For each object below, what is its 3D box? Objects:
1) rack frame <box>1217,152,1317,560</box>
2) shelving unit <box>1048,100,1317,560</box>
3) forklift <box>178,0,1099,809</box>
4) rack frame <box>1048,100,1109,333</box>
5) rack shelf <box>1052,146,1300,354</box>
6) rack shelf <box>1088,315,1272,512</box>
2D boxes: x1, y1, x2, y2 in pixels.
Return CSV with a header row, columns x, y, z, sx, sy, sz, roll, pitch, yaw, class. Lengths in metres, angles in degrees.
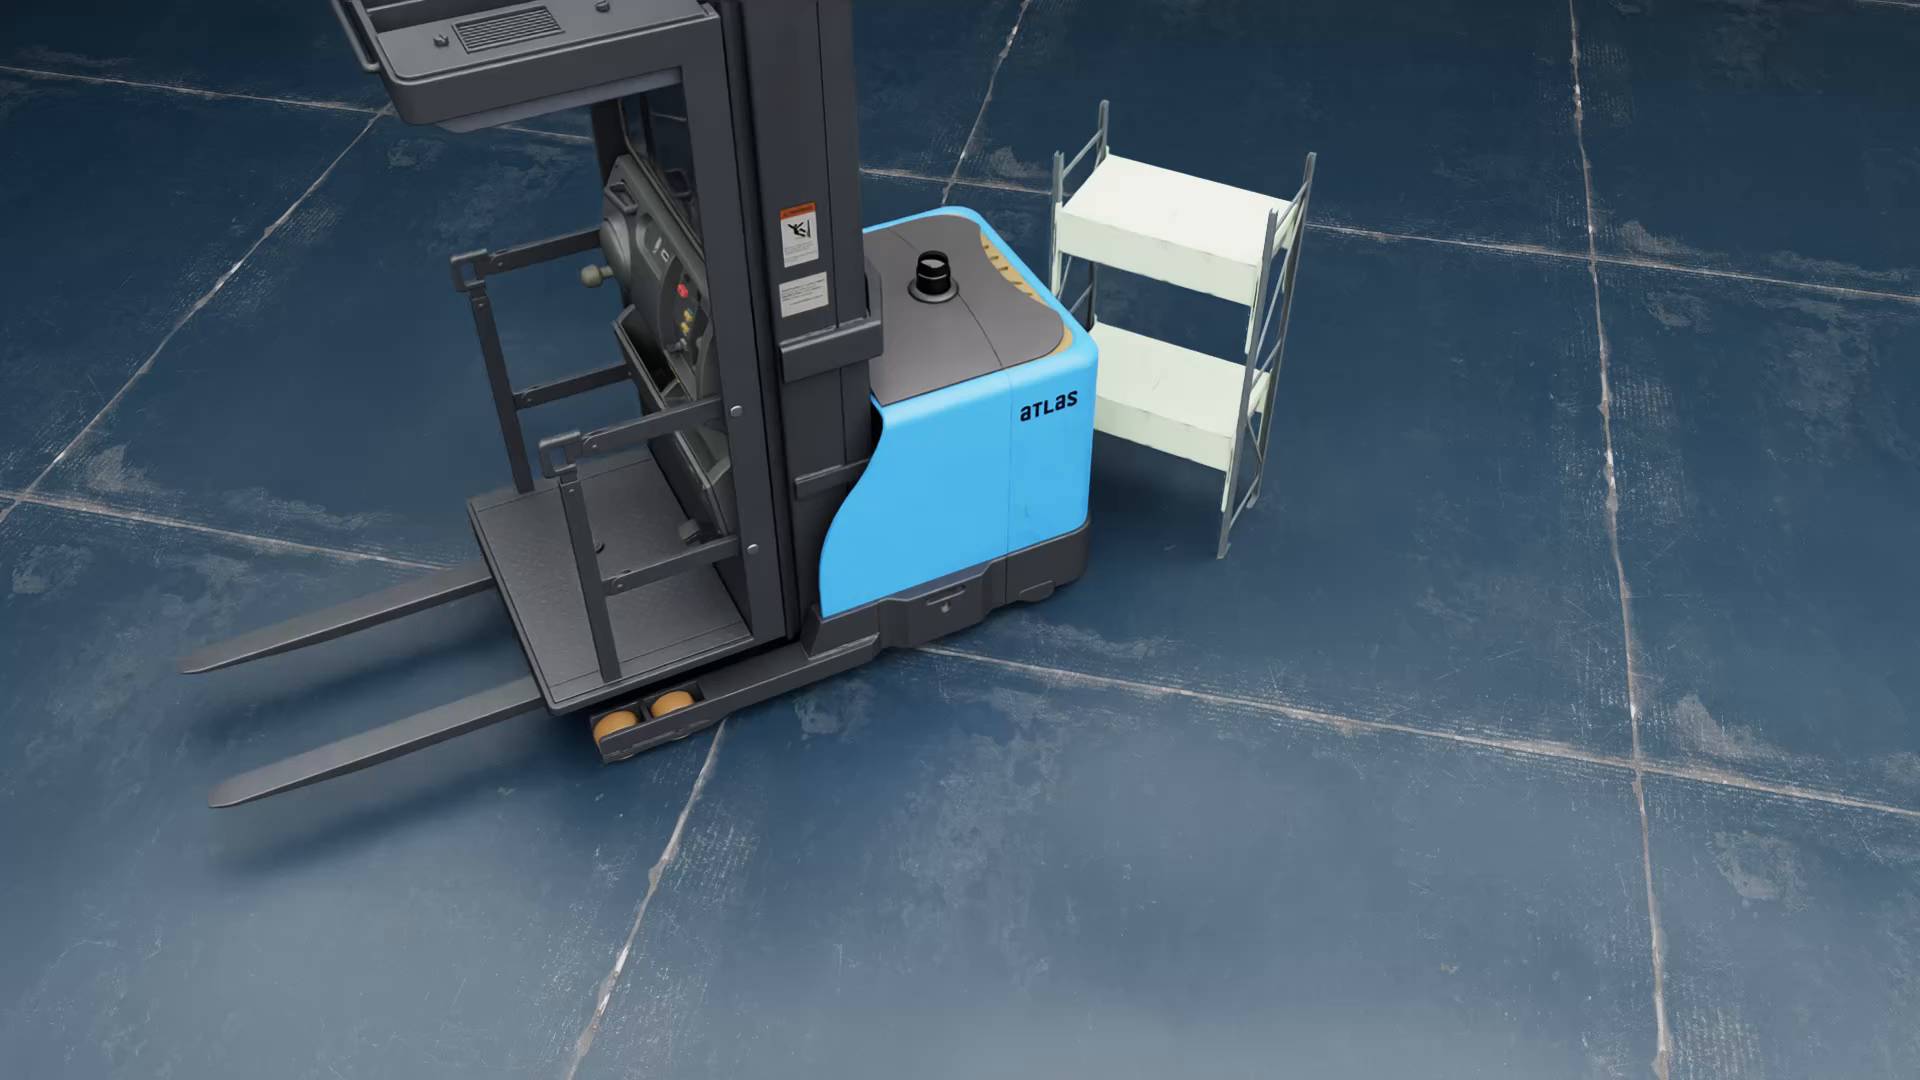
x,y,z,sx,sy,sz,roll,pitch,yaw,class
1.055,-0.593,5.784,0.023,1.500,0.400,20,47,19,rack frame
0.730,-0.709,5.905,0.755,1.500,0.431,20,47,19,shelving unit
-1.088,-0.750,4.916,3.031,2.935,1.130,-19,47,-19,forklift
0.405,-0.825,6.026,0.023,1.500,0.400,20,47,19,rack frame
0.730,-0.990,5.635,0.720,0.370,0.431,20,47,19,rack shelf
0.730,-0.474,6.131,0.720,0.370,0.431,20,47,19,rack shelf
